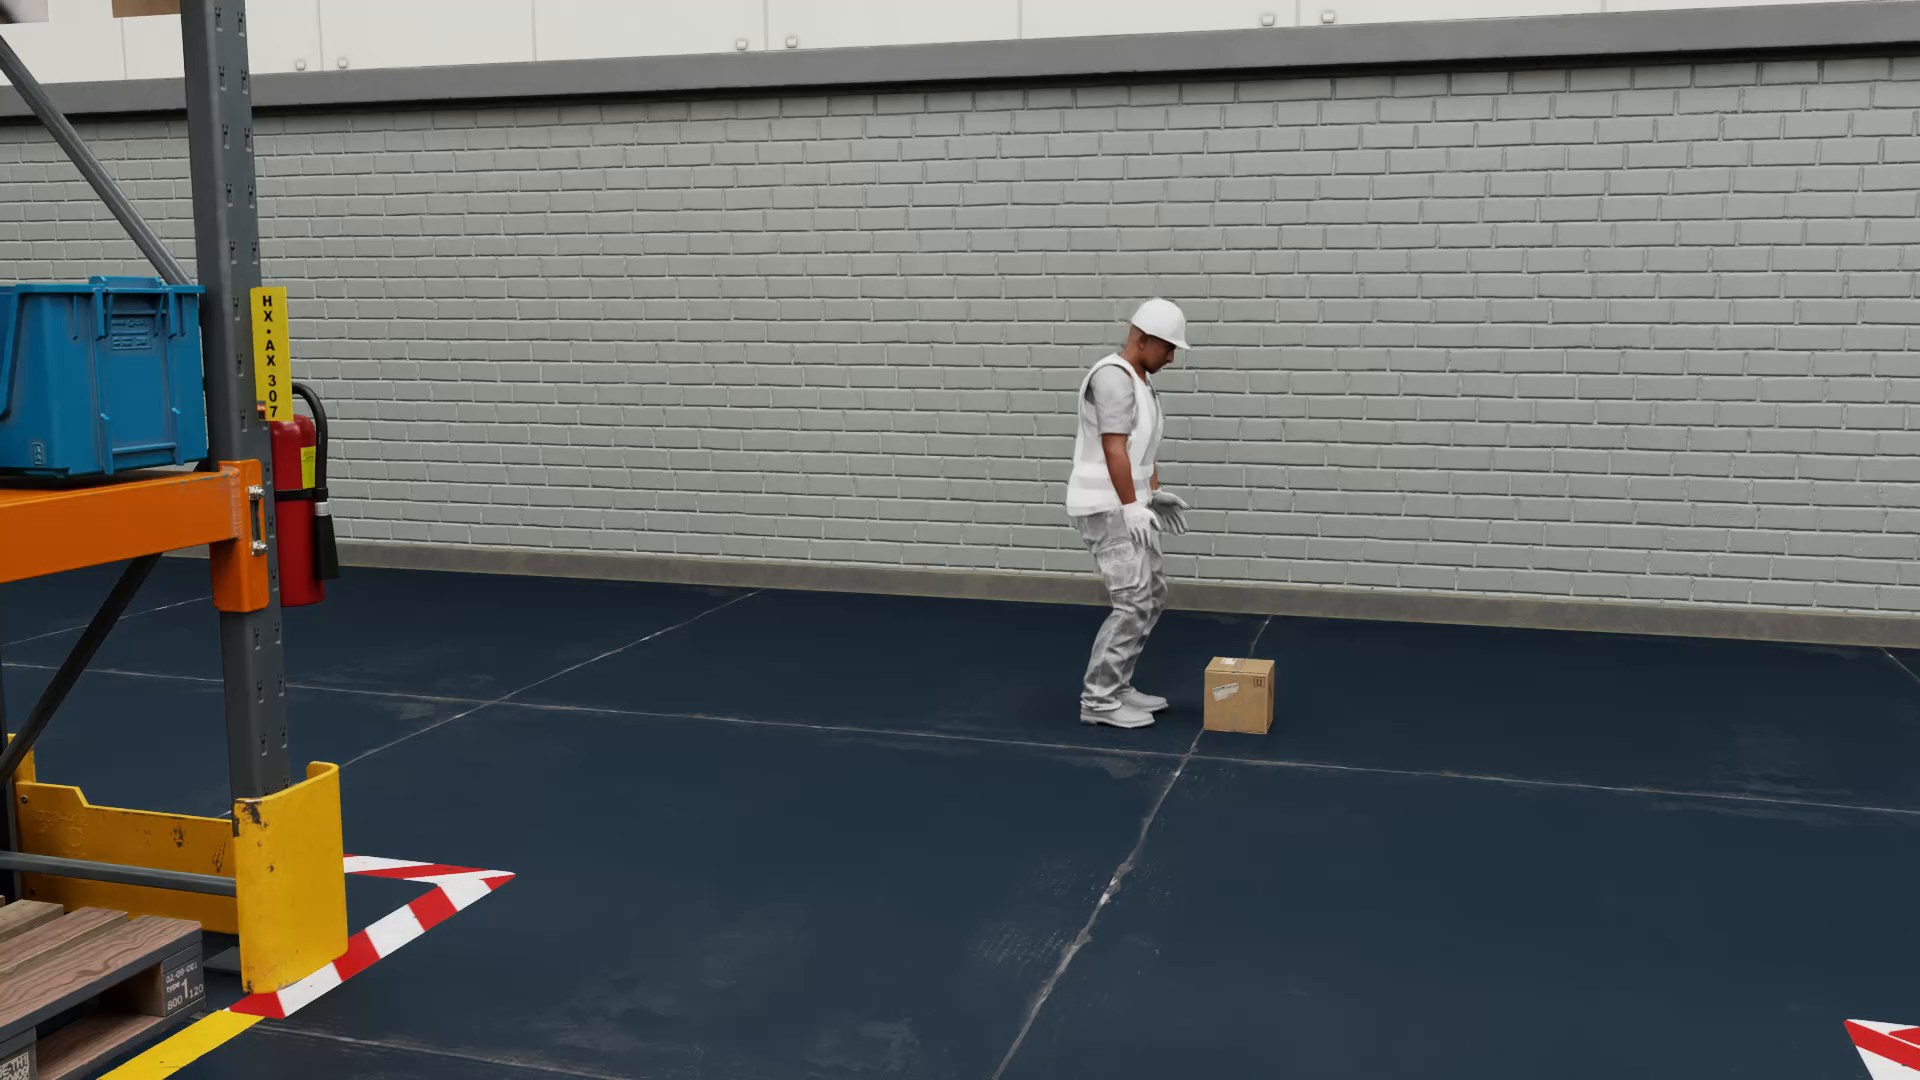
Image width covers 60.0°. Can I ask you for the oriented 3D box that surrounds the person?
[{"bbox_3d":[0.694,-0.119,6.813,0.477,1.721,0.576,3,9,18],"label":"person"}]
